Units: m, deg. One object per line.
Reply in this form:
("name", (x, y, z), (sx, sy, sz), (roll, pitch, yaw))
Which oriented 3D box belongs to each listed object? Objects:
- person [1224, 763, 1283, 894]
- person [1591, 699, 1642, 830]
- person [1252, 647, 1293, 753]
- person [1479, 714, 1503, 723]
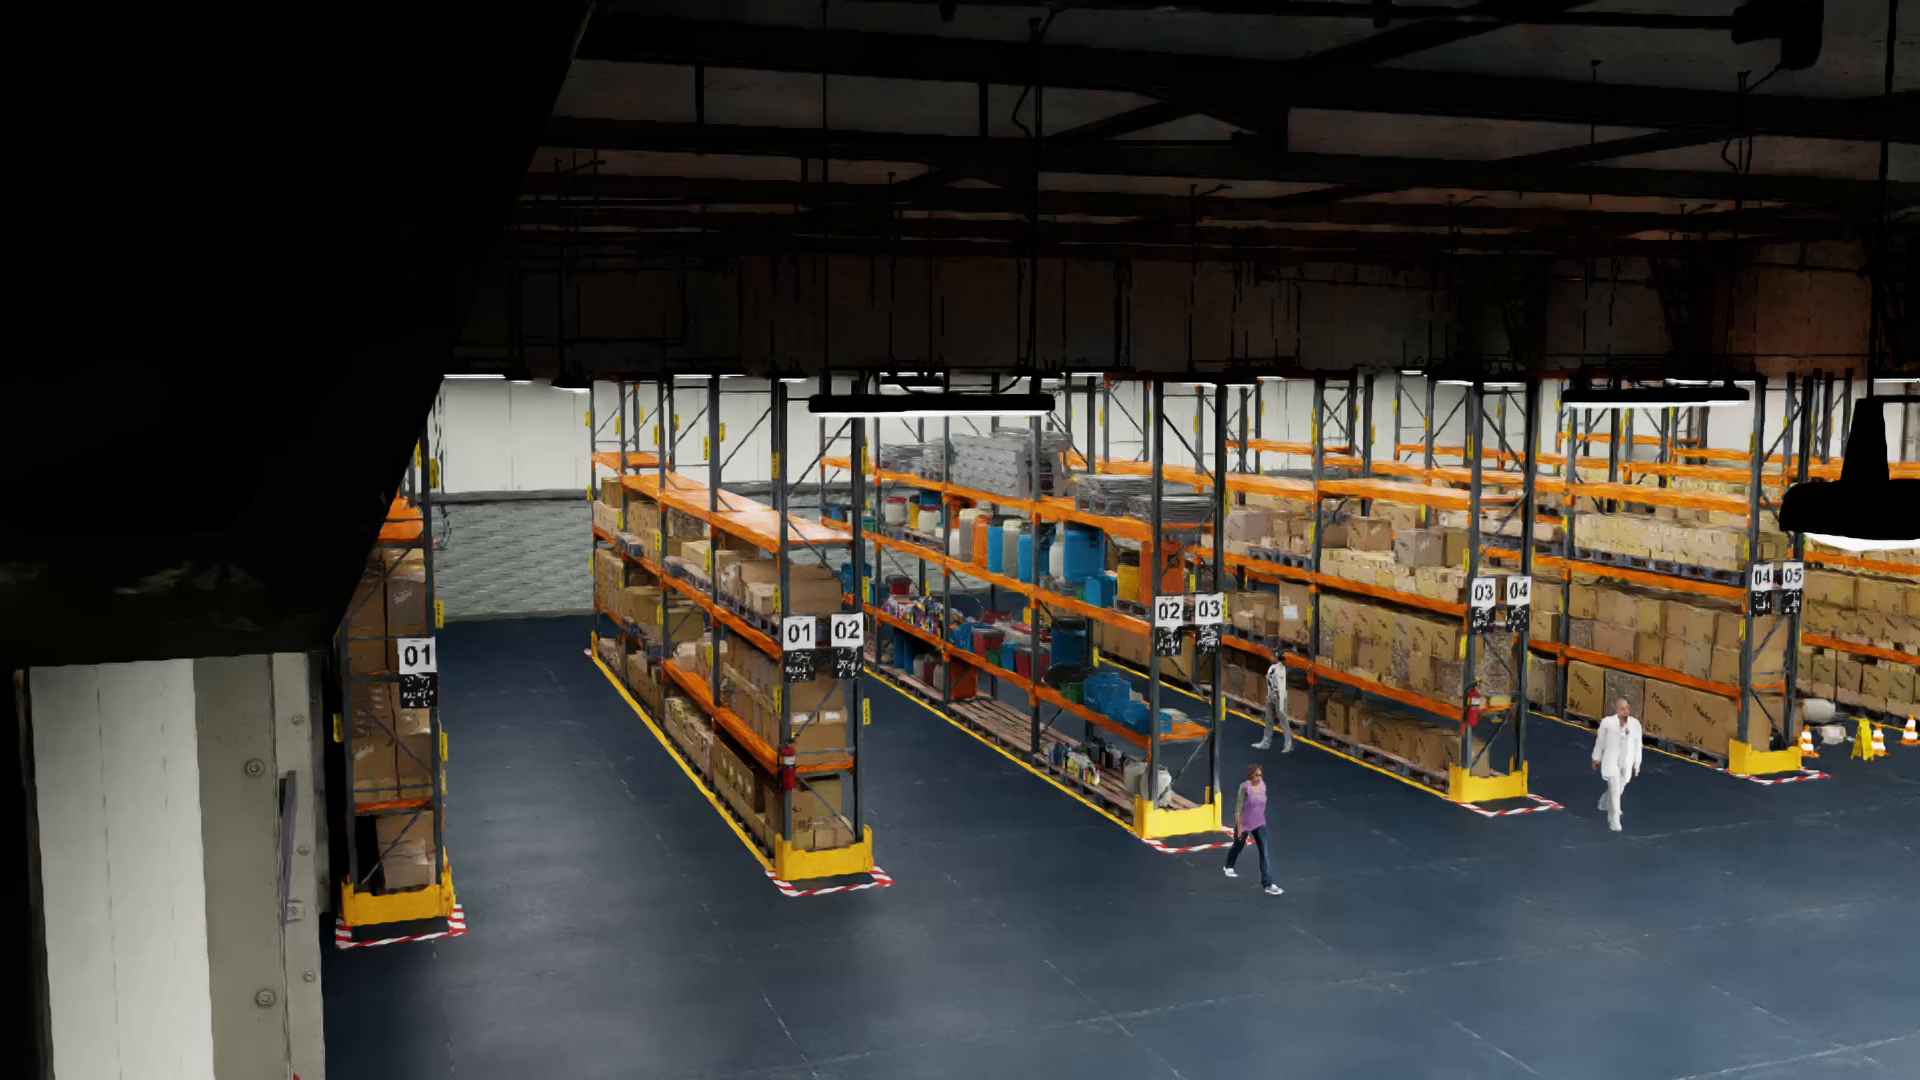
("person", (3.441, 3.423, 19.716), (0.417, 1.407, 1.037), (-2, 7, -18))
("person", (8.855, 2.973, 22.382), (0.616, 1.734, 0.998), (-1, 6, -5))
("person", (4.997, 2.528, 26.566), (0.587, 1.666, 0.674), (-1, 6, -8))
("person", (9.145, 2.238, 28.685), (0.632, 1.768, 0.452), (5, 8, 38))
